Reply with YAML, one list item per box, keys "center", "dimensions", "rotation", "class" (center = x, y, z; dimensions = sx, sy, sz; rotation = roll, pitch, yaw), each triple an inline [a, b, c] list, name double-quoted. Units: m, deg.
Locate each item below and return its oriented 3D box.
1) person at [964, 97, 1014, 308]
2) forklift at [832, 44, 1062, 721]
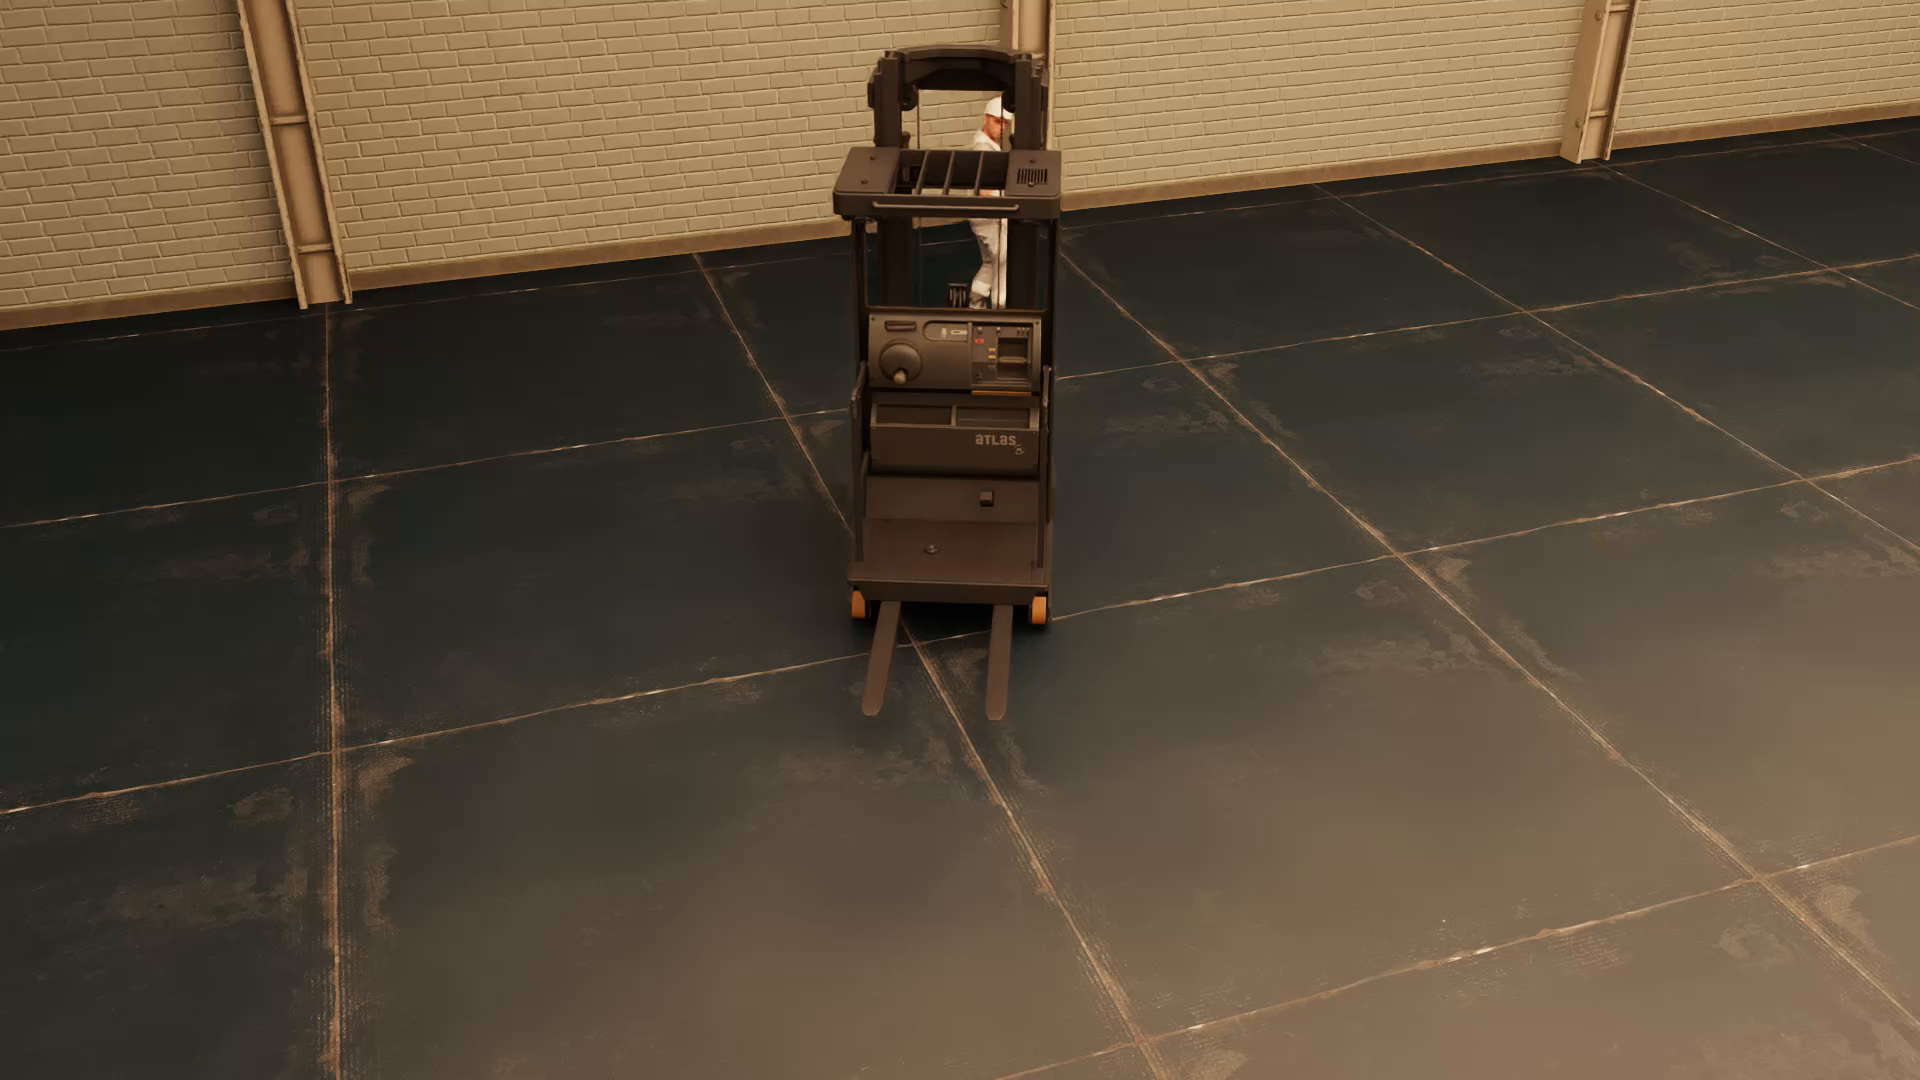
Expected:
- center: [0.277, -2.435, 12.498]
  dimensions: [0.505, 1.757, 0.749]
  rotation: [-4, 30, -6]
  class: "person"
- center: [-0.039, -0.967, 8.767]
  dimensions: [1.130, 2.935, 3.031]
  rotation: [2, 30, 3]
  class: "forklift"
